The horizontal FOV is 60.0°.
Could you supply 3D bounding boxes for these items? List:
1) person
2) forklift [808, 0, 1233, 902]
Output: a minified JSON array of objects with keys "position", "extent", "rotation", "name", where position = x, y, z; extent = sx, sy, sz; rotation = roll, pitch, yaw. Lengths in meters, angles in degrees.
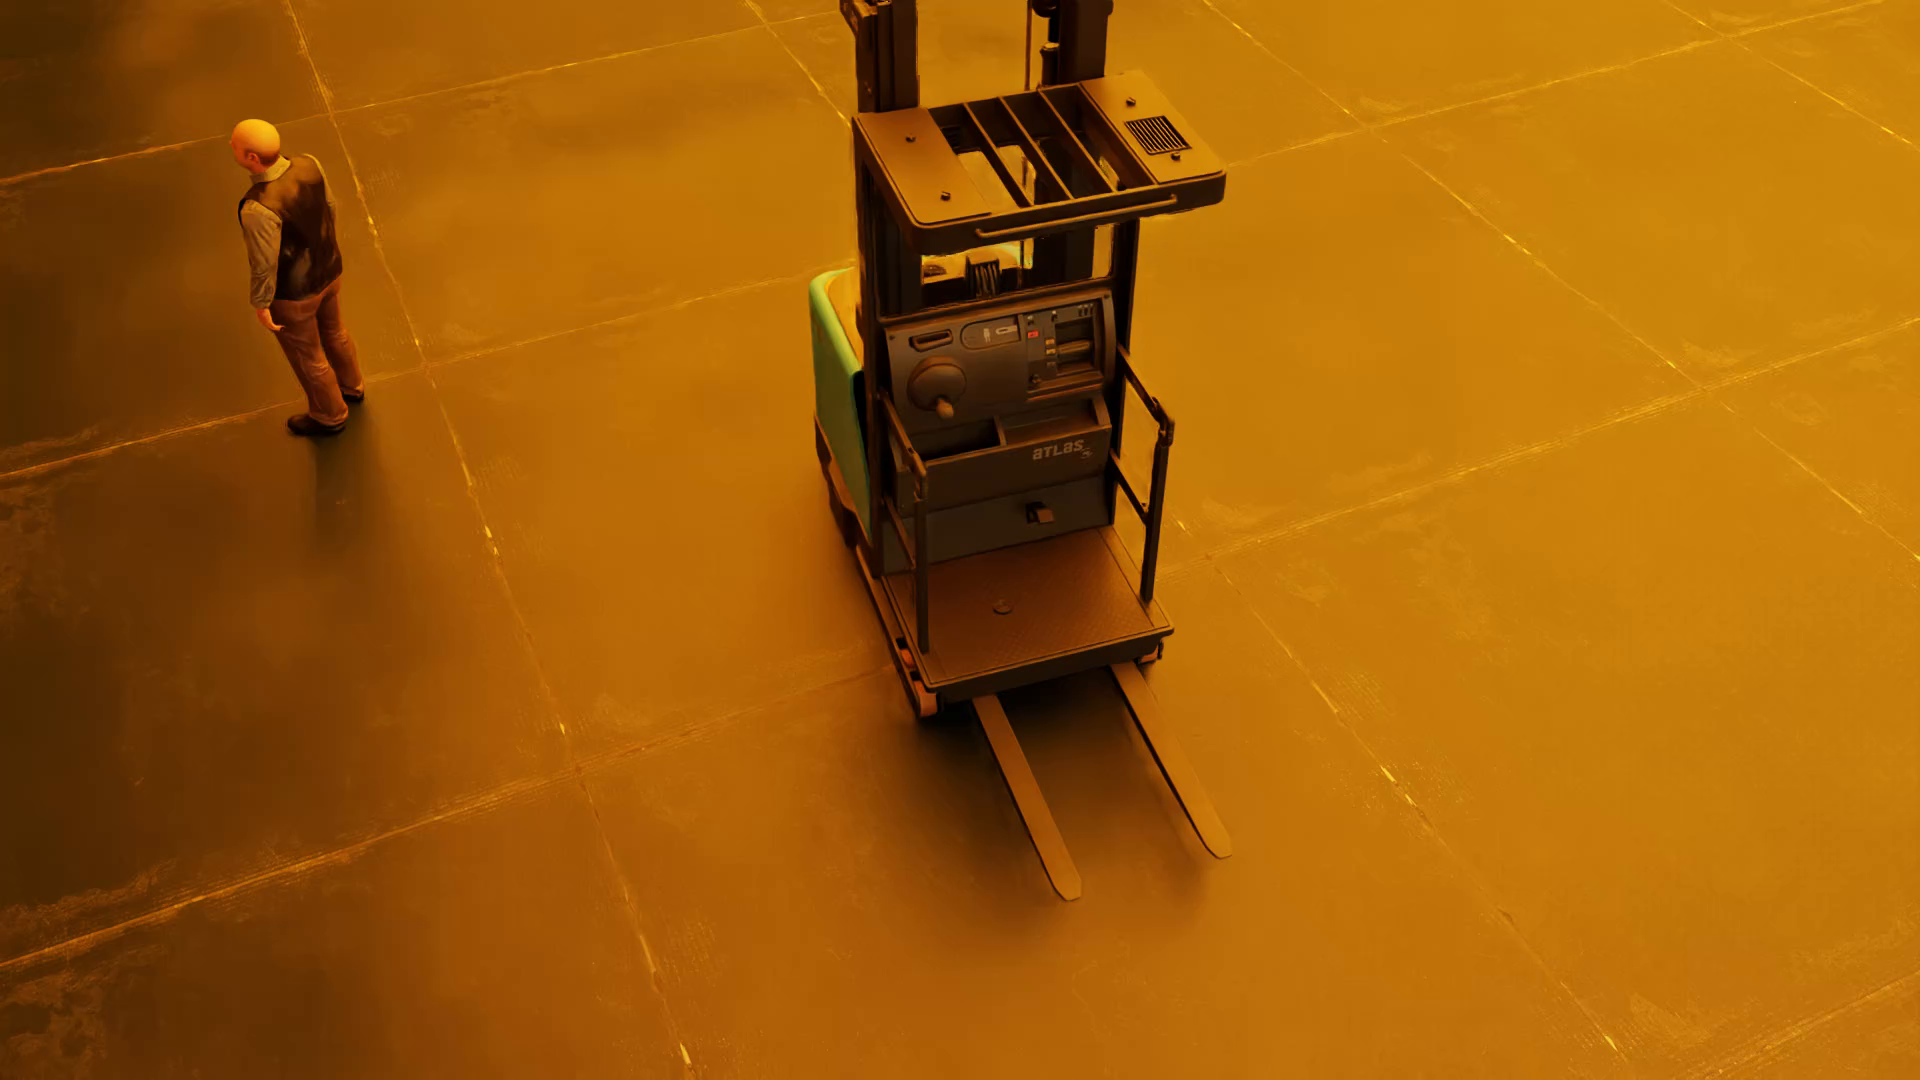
[{"position":[-3.183,-1.238,7.894],"extent":[0.528,1.732,0.619],"rotation":[12,44,13],"name":"person"},{"position":[0.235,-0.638,6.364],"extent":[1.130,2.935,3.031],"rotation":[-13,44,-13],"name":"forklift"}]
